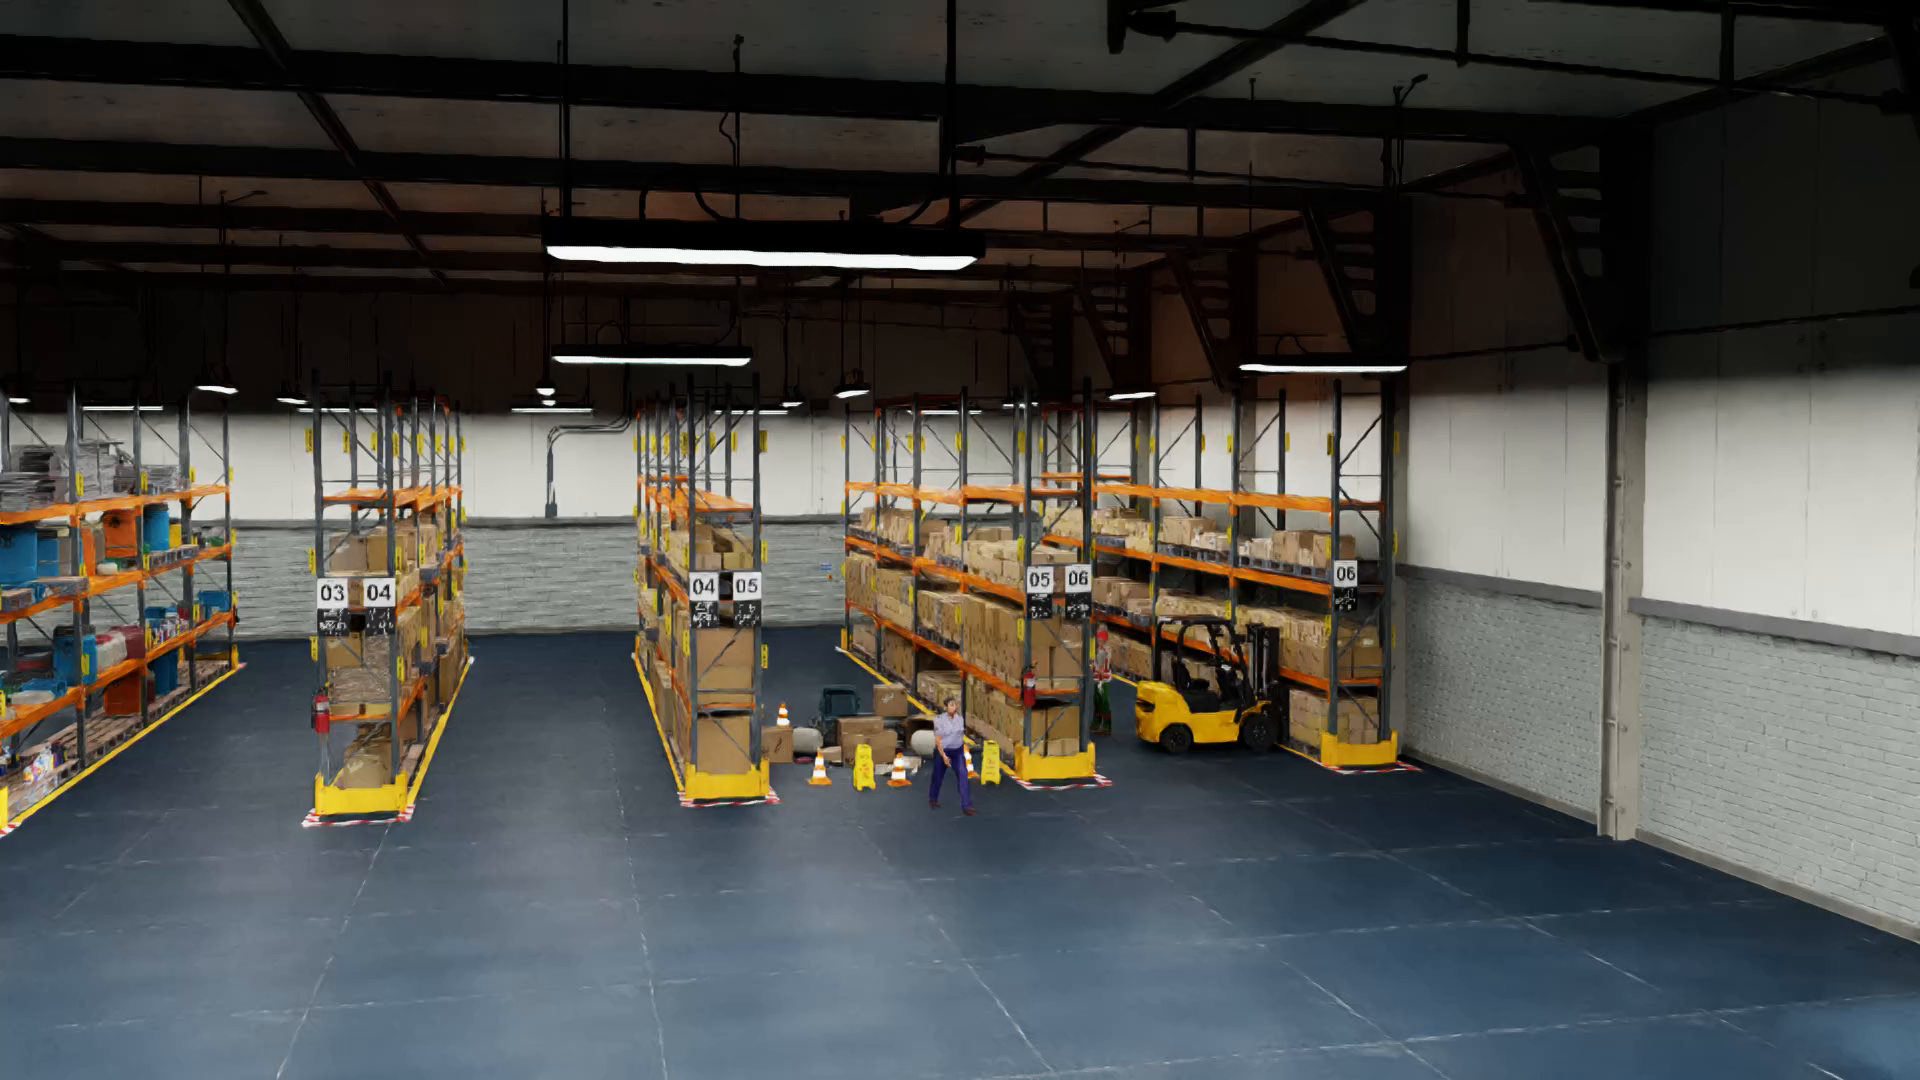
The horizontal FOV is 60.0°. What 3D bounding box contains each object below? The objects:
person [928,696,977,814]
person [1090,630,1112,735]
[{"bbox_3d":[-0.147,2.898,22.518,0.472,1.580,1.000,-1,4,-22],"label":"person"},{"bbox_3d":[2.379,2.438,28.715,0.524,1.783,0.649,1,3,12],"label":"person"}]
